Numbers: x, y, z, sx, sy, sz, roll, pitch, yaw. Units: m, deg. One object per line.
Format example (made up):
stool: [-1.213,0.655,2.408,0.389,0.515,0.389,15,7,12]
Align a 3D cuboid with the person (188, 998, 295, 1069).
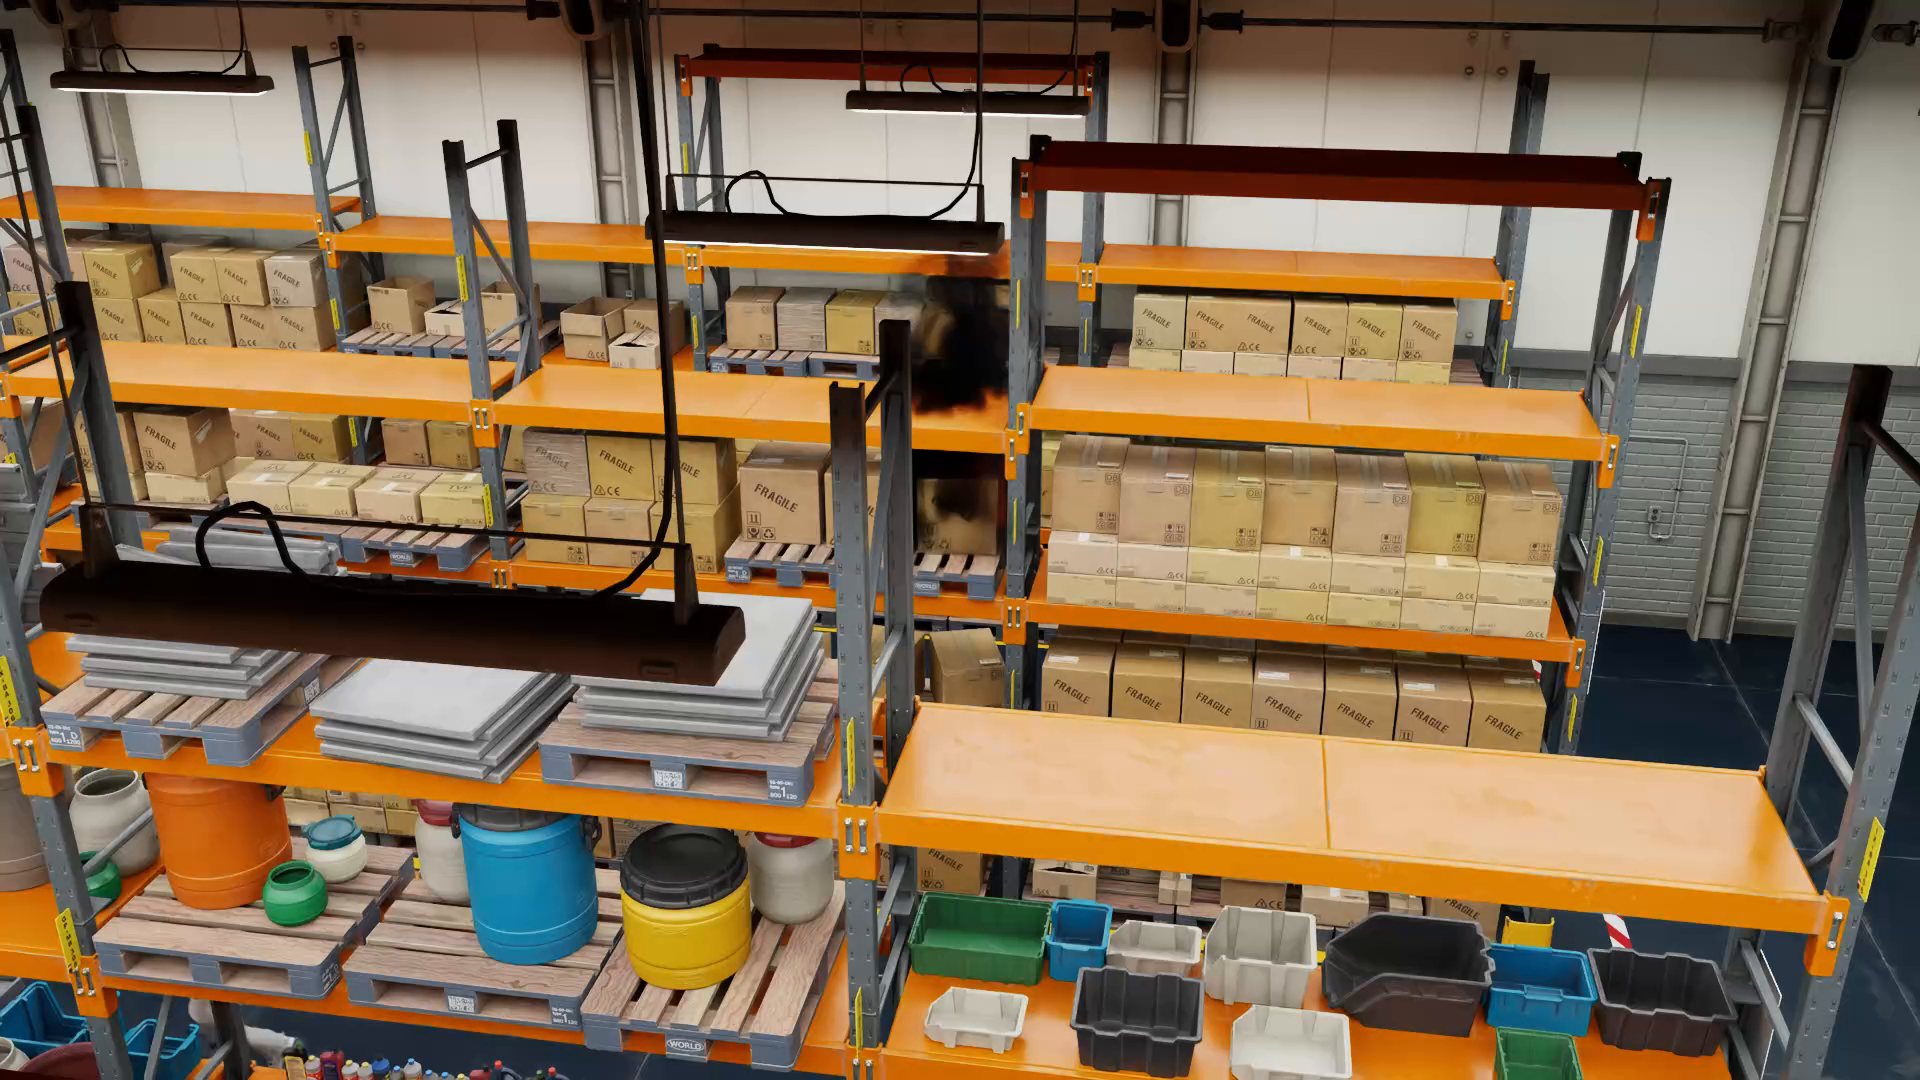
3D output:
person: [-4.957,2.924,11.254,0.812,1.735,0.715,1,23,2]
